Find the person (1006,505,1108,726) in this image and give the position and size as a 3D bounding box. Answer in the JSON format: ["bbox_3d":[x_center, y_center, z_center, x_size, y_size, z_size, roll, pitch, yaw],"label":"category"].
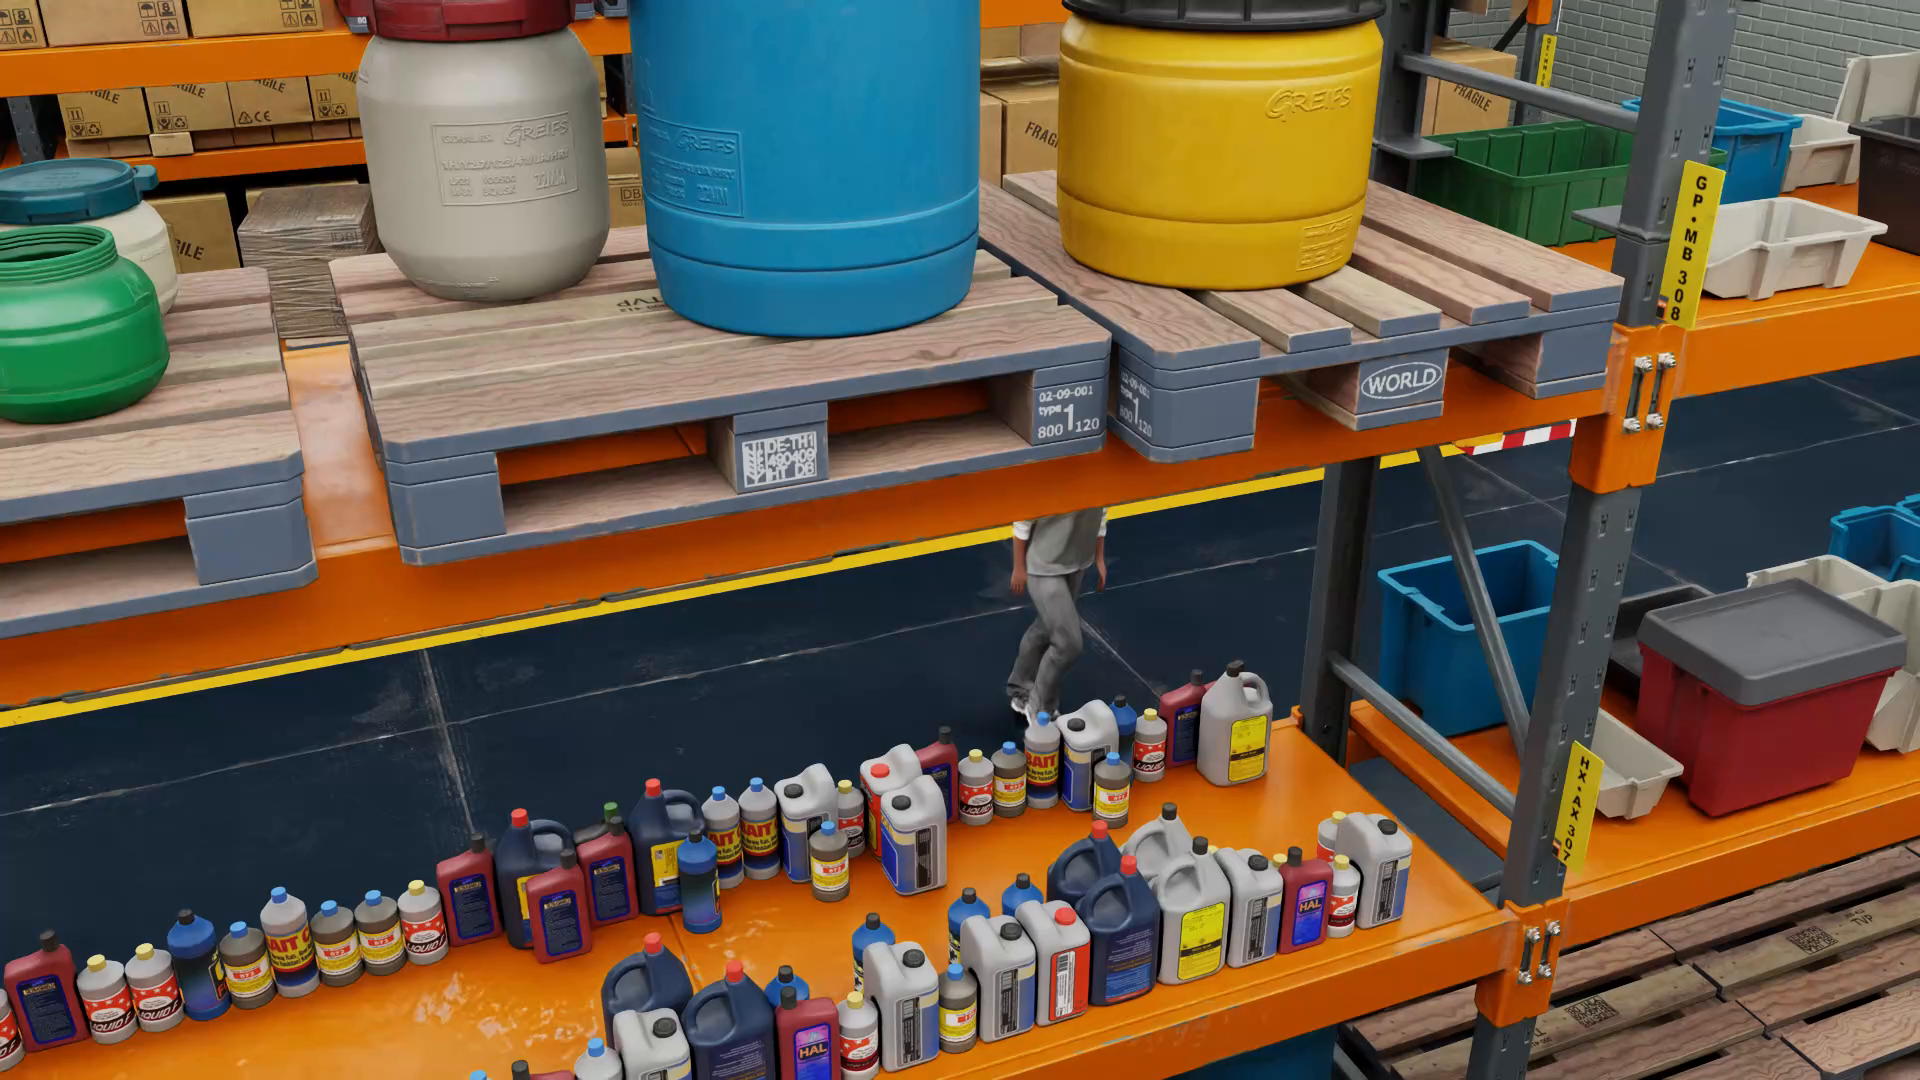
[{"bbox_3d":[0.389,0.100,6.902,0.459,1.595,0.423,20,32,34],"label":"person"}]
